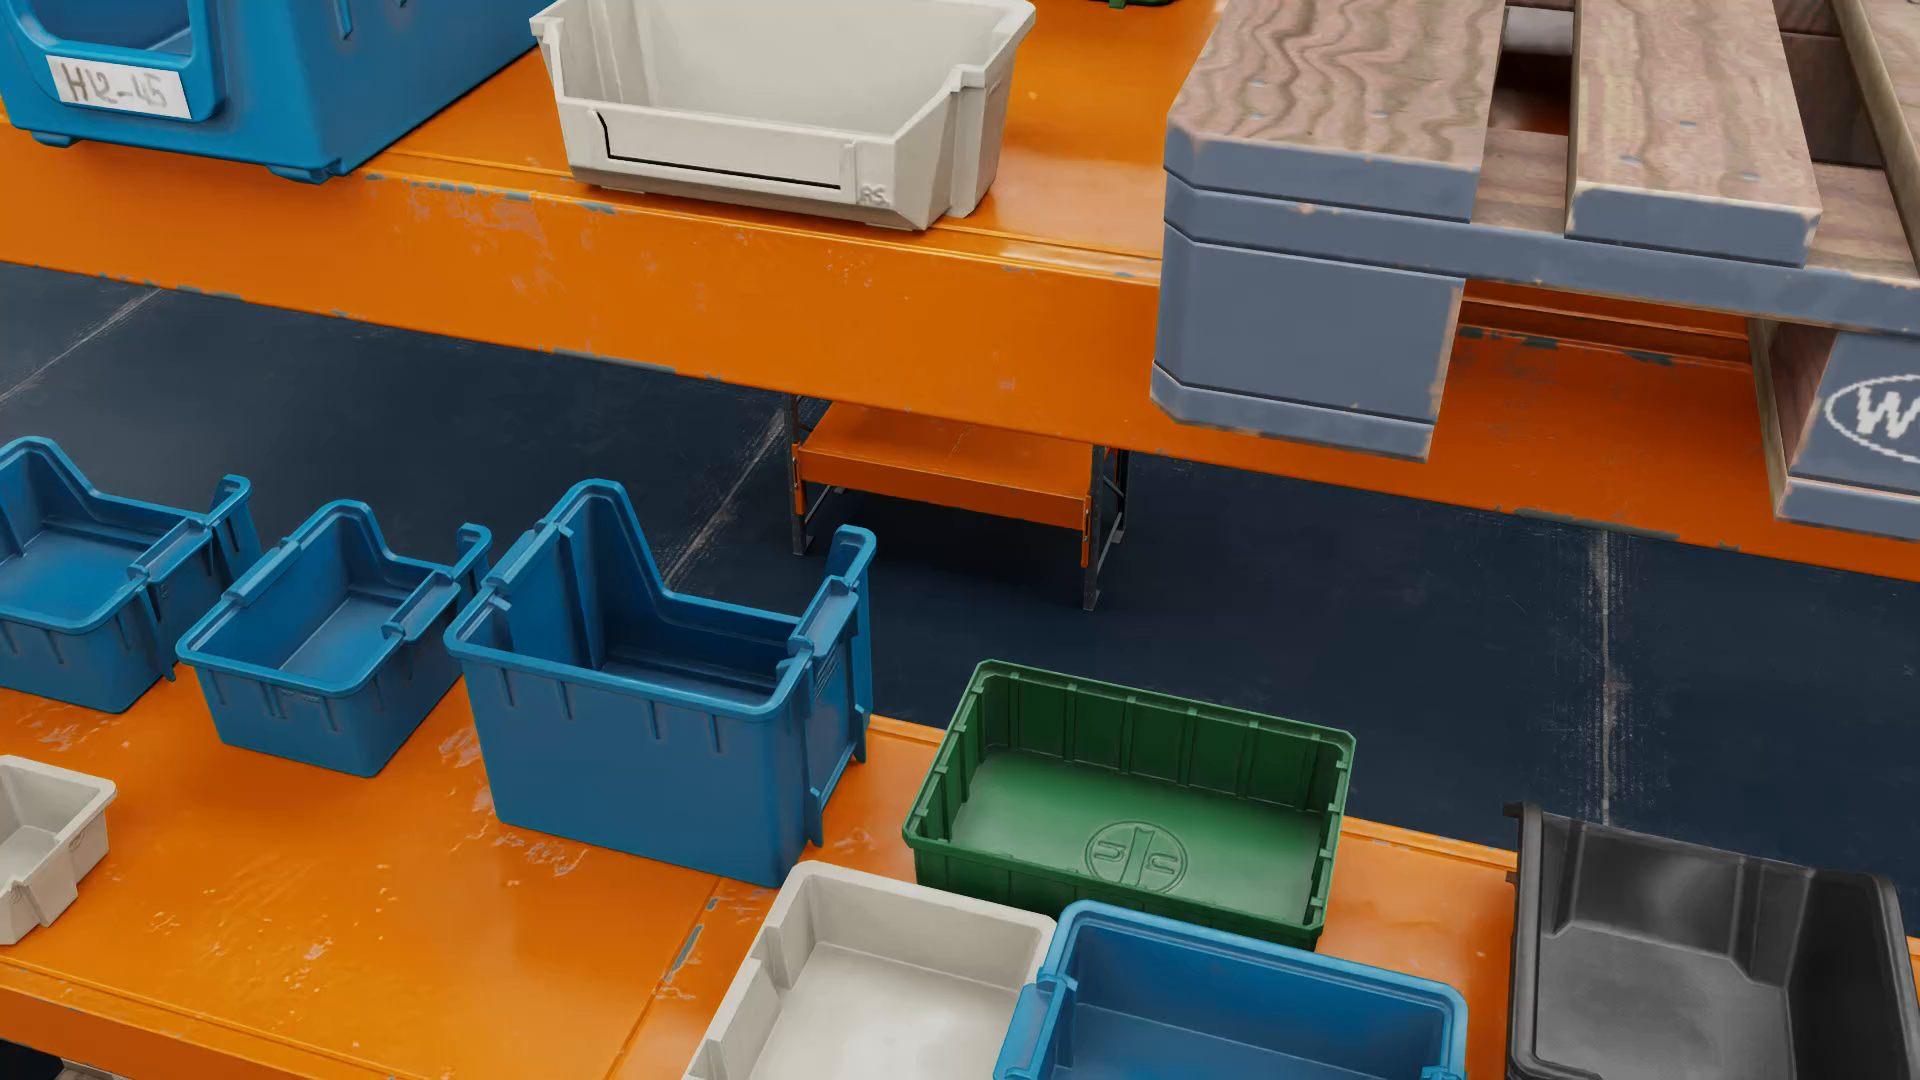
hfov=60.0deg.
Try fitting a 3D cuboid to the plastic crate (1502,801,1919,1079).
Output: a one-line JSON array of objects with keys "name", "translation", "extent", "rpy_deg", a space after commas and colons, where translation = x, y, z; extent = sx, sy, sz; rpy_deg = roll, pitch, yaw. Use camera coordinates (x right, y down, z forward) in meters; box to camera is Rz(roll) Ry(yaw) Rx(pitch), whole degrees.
[{"name": "plastic crate", "translation": [1.036, 0.644, 2.397], "extent": [0.504, 0.338, 0.767], "rpy_deg": [10, 38, 14]}]

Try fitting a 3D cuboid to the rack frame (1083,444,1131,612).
[{"name": "rack frame", "translation": [0.492, -0.362, 5.293], "extent": [0.032, 1.125, 0.500], "rpy_deg": [10, 38, 14]}]

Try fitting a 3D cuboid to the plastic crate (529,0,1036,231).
[{"name": "plastic crate", "translation": [-0.155, -0.373, 1.419], "extent": [0.396, 0.136, 0.243], "rpy_deg": [10, 38, 14]}]

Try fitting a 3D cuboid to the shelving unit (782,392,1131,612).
[{"name": "shelving unit", "translation": [0.006, -0.452, 5.415], "extent": [1.048, 1.125, 0.538], "rpy_deg": [10, 38, 14]}]

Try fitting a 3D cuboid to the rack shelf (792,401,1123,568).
[{"name": "rack shelf", "translation": [0.006, -0.255, 5.560], "extent": [1.000, 0.278, 0.538], "rpy_deg": [10, 38, 14]}]

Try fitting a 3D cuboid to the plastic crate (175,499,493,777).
[{"name": "plastic crate", "translation": [-1.135, 0.174, 3.109], "extent": [0.408, 0.251, 0.499], "rpy_deg": [10, 38, 14]}]

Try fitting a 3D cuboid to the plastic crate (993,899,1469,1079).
[{"name": "plastic crate", "translation": [0.360, 0.801, 2.256], "extent": [0.616, 0.251, 0.499], "rpy_deg": [10, 38, 14]}]

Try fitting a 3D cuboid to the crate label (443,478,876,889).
[{"name": "crate label", "translation": [-0.483, 0.235, 2.871], "extent": [0.616, 0.435, 0.502], "rpy_deg": [10, 38, 14]}]

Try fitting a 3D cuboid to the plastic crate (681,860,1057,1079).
[{"name": "plastic crate", "translation": [-0.128, 0.746, 2.428], "extent": [0.437, 0.136, 0.530], "rpy_deg": [10, 38, 14]}]

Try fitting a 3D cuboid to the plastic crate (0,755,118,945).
[{"name": "plastic crate", "translation": [-1.562, 0.523, 2.731], "extent": [0.250, 0.136, 0.298], "rpy_deg": [10, 38, 14]}]

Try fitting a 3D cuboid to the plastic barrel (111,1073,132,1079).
[{"name": "plastic barrel", "translation": [-1.670, 0.982, 3.629], "extent": [0.421, 0.512, 0.421], "rpy_deg": [0, 36, 0]}]

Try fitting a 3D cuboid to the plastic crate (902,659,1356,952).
[{"name": "plastic crate", "translation": [0.286, 0.469, 2.761], "extent": [0.662, 0.188, 0.450], "rpy_deg": [10, 38, 14]}]

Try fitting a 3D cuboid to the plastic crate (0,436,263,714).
[{"name": "plastic crate", "translation": [-1.754, 0.056, 3.269], "extent": [0.616, 0.251, 0.499], "rpy_deg": [10, 38, 14]}]

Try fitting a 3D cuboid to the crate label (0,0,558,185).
[{"name": "crate label", "translation": [-0.632, -0.554, 1.567], "extent": [0.408, 0.251, 0.502], "rpy_deg": [10, 38, 14]}]

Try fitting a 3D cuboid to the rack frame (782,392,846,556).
[{"name": "rack frame", "translation": [-0.479, -0.542, 5.537], "extent": [0.032, 1.125, 0.500], "rpy_deg": [10, 38, 14]}]

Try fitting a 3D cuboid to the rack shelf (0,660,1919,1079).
[{"name": "rack shelf", "translation": [-0.411, 0.720, 2.848], "extent": [4.000, 0.370, 1.077], "rpy_deg": [10, 38, 14]}]

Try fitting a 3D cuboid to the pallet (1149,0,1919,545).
[{"name": "pallet", "translation": [0.780, -0.421, 1.420], "extent": [1.003, 0.211, 1.213], "rpy_deg": [10, 38, 14]}]

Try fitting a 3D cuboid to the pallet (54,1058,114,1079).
[{"name": "pallet", "translation": [-1.460, 1.333, 3.761], "extent": [1.213, 0.211, 1.003], "rpy_deg": [10, 38, 14]}]

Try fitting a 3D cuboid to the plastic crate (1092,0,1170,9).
[{"name": "plastic crate", "translation": [0.073, -0.772, 1.917], "extent": [0.450, 0.188, 0.336], "rpy_deg": [10, 38, 14]}]
